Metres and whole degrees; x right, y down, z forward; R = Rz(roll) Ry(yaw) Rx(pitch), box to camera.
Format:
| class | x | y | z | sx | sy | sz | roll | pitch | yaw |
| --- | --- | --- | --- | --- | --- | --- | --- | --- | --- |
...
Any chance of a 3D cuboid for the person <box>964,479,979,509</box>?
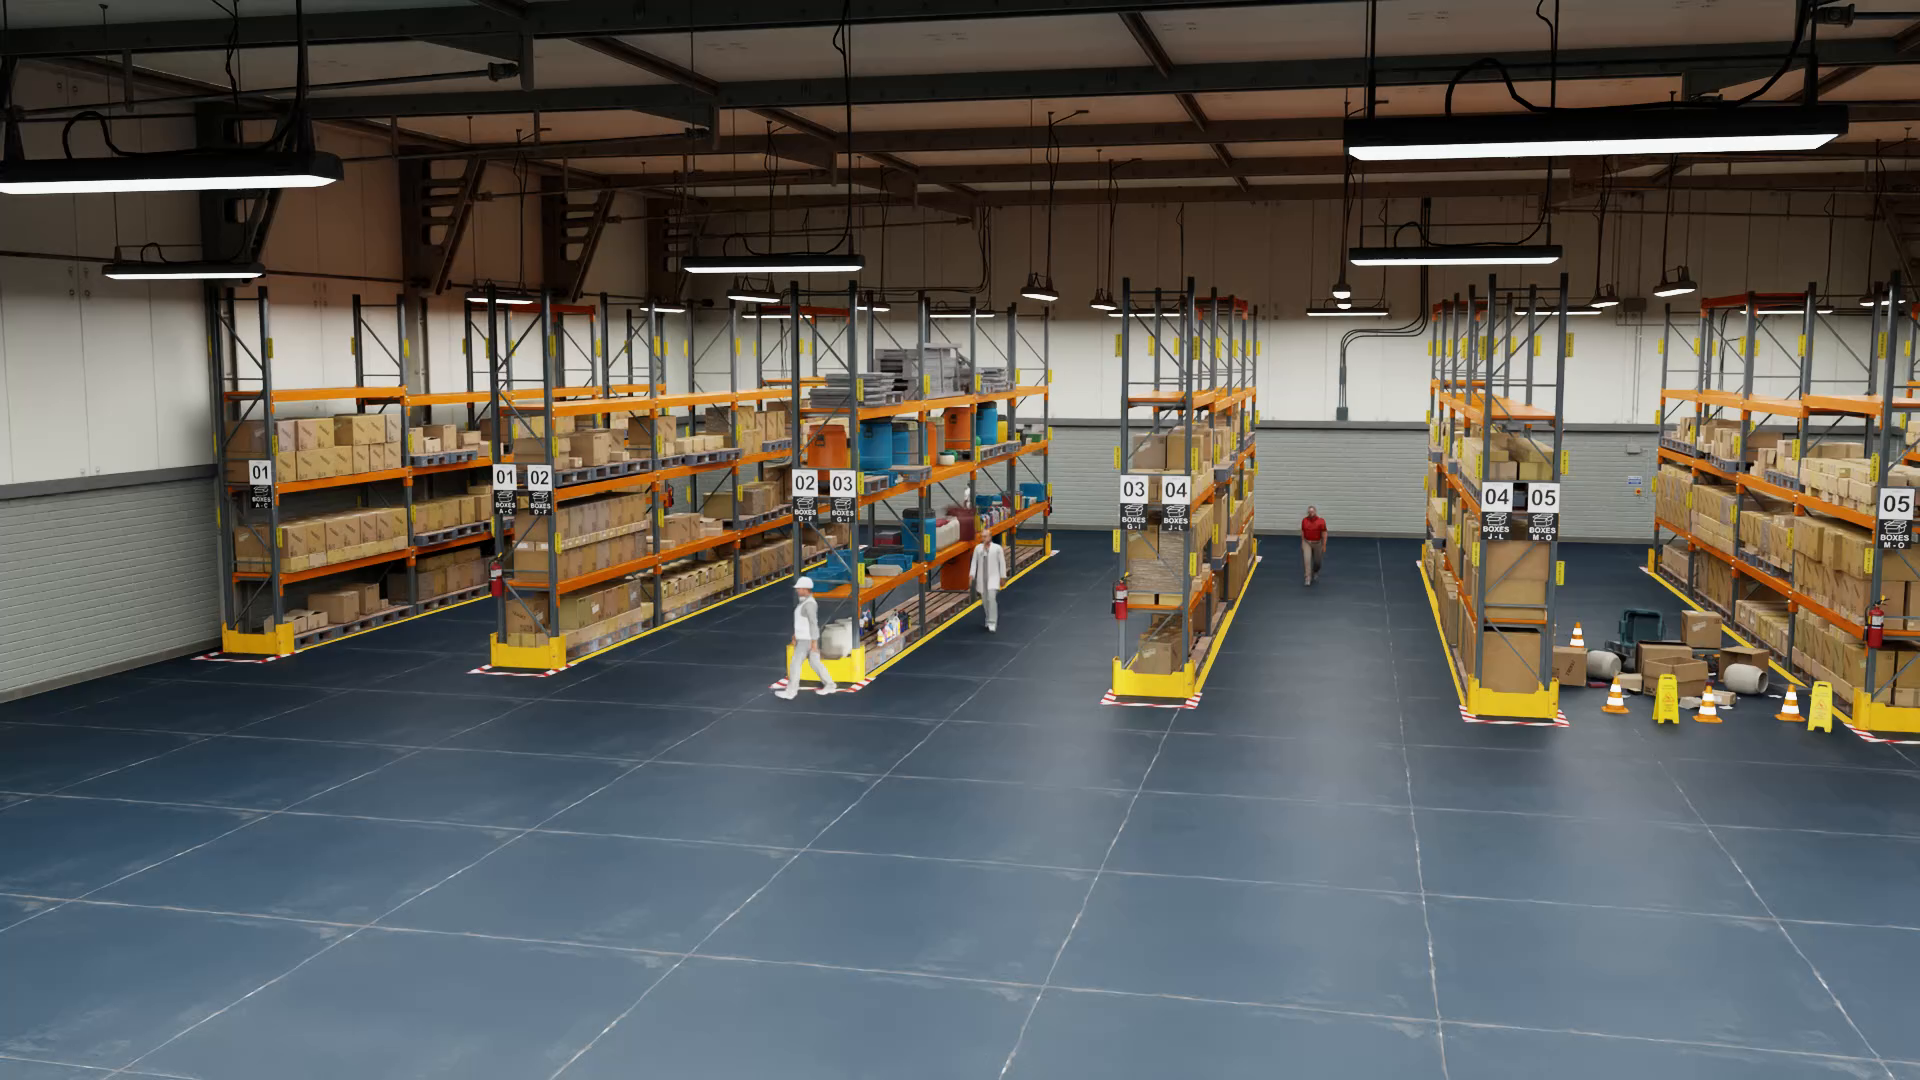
| class | x | y | z | sx | sy | sz | roll | pitch | yaw |
| --- | --- | --- | --- | --- | --- | --- | --- | --- | --- |
| person | 0.303 | -0.733 | 42.654 | 0.409 | 1.694 | 0.460 | 2 | 7 | 14 |

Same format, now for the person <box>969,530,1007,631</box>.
| class | x | y | z | sx | sy | sz | roll | pitch | yaw |
| --- | --- | --- | --- | --- | --- | --- | --- | --- | --- |
| person | 0.460 | 0.719 | 29.668 | 0.651 | 1.769 | 0.865 | 3 | 7 | 24 |

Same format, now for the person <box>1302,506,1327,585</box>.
| class | x | y | z | sx | sy | sz | roll | pitch | yaw |
| --- | --- | --- | --- | --- | --- | --- | --- | --- | --- |
| person | 7.536 | 0.093 | 35.402 | 0.523 | 1.674 | 0.971 | 1 | 7 | 10 |

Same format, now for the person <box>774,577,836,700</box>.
| class | x | y | z | sx | sy | sz | roll | pitch | yaw |
| --- | --- | --- | --- | --- | --- | --- | --- | --- | --- |
| person | -2.224 | 1.402 | 23.915 | 0.870 | 1.755 | 0.541 | 0 | 7 | -1 |
